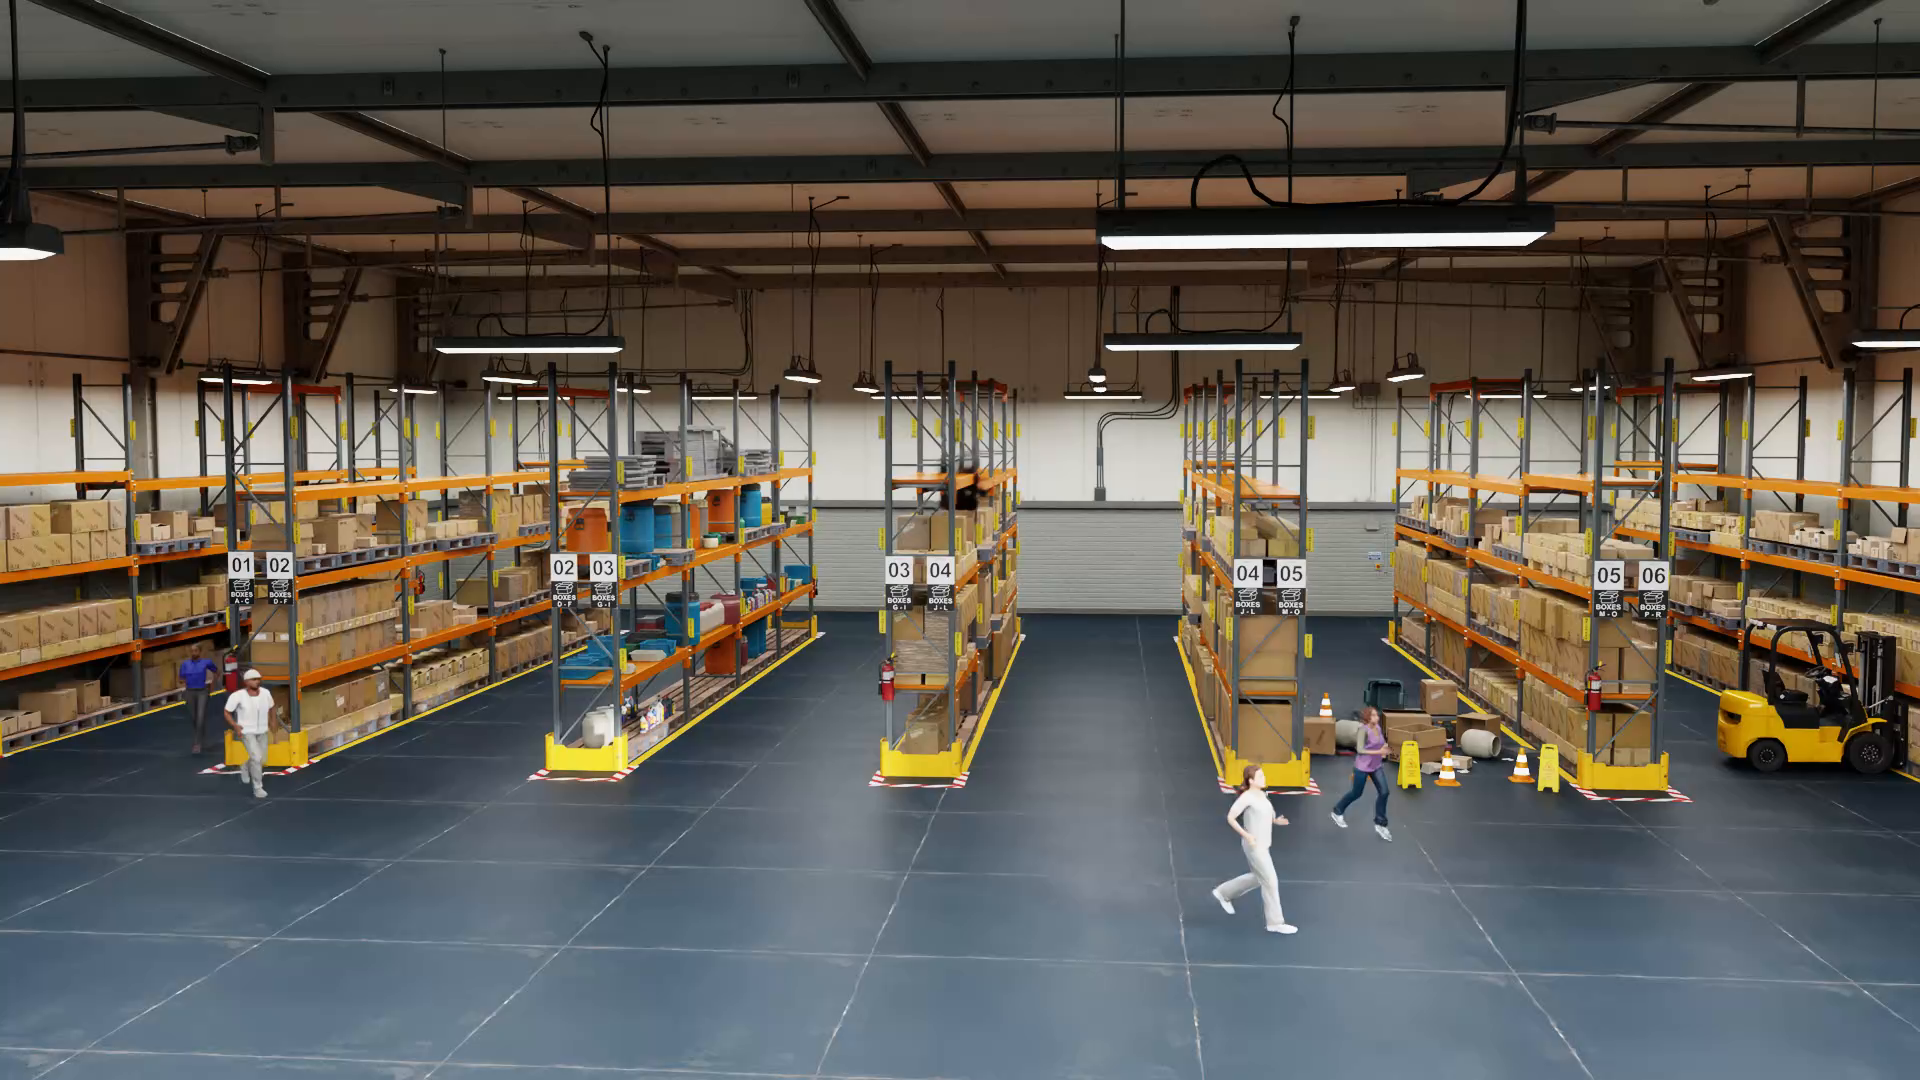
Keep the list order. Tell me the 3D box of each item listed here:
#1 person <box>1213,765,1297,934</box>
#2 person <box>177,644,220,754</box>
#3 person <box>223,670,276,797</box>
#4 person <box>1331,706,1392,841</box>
[{"bbox_3d":[2.946,3.066,16.662,0.929,1.645,0.574,2,4,31],"label":"person"},{"bbox_3d":[-11.919,2.455,25.989,0.576,1.649,0.921,-1,4,-9],"label":"person"},{"bbox_3d":[-9.779,2.635,22.919,0.785,1.734,0.693,3,5,37],"label":"person"},{"bbox_3d":[5.014,2.851,20.576,0.547,1.632,0.847,-3,5,-34],"label":"person"}]
